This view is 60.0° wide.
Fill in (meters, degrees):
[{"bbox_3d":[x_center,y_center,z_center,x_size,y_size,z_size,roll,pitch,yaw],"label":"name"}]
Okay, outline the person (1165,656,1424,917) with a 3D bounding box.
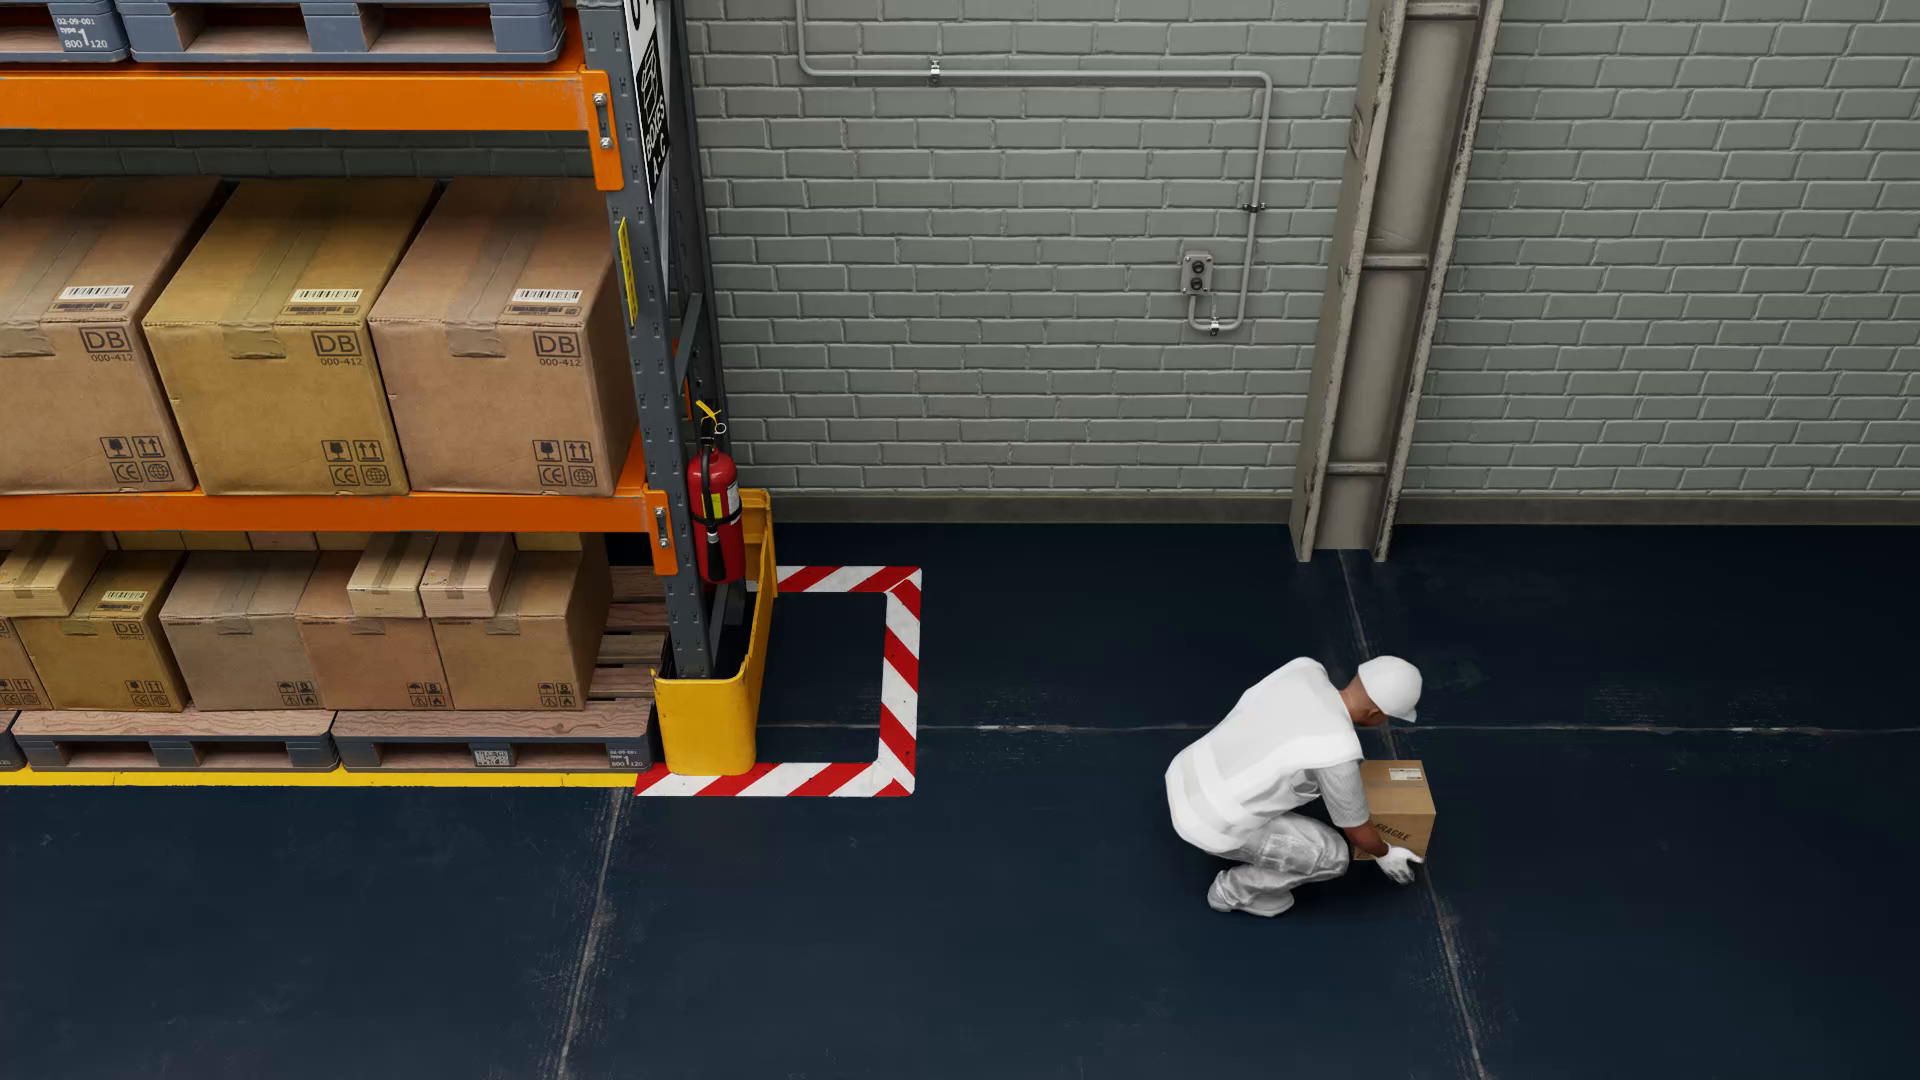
[{"bbox_3d":[1.174,0.818,5.767,0.901,0.996,0.566,0,39,0],"label":"person"}]
